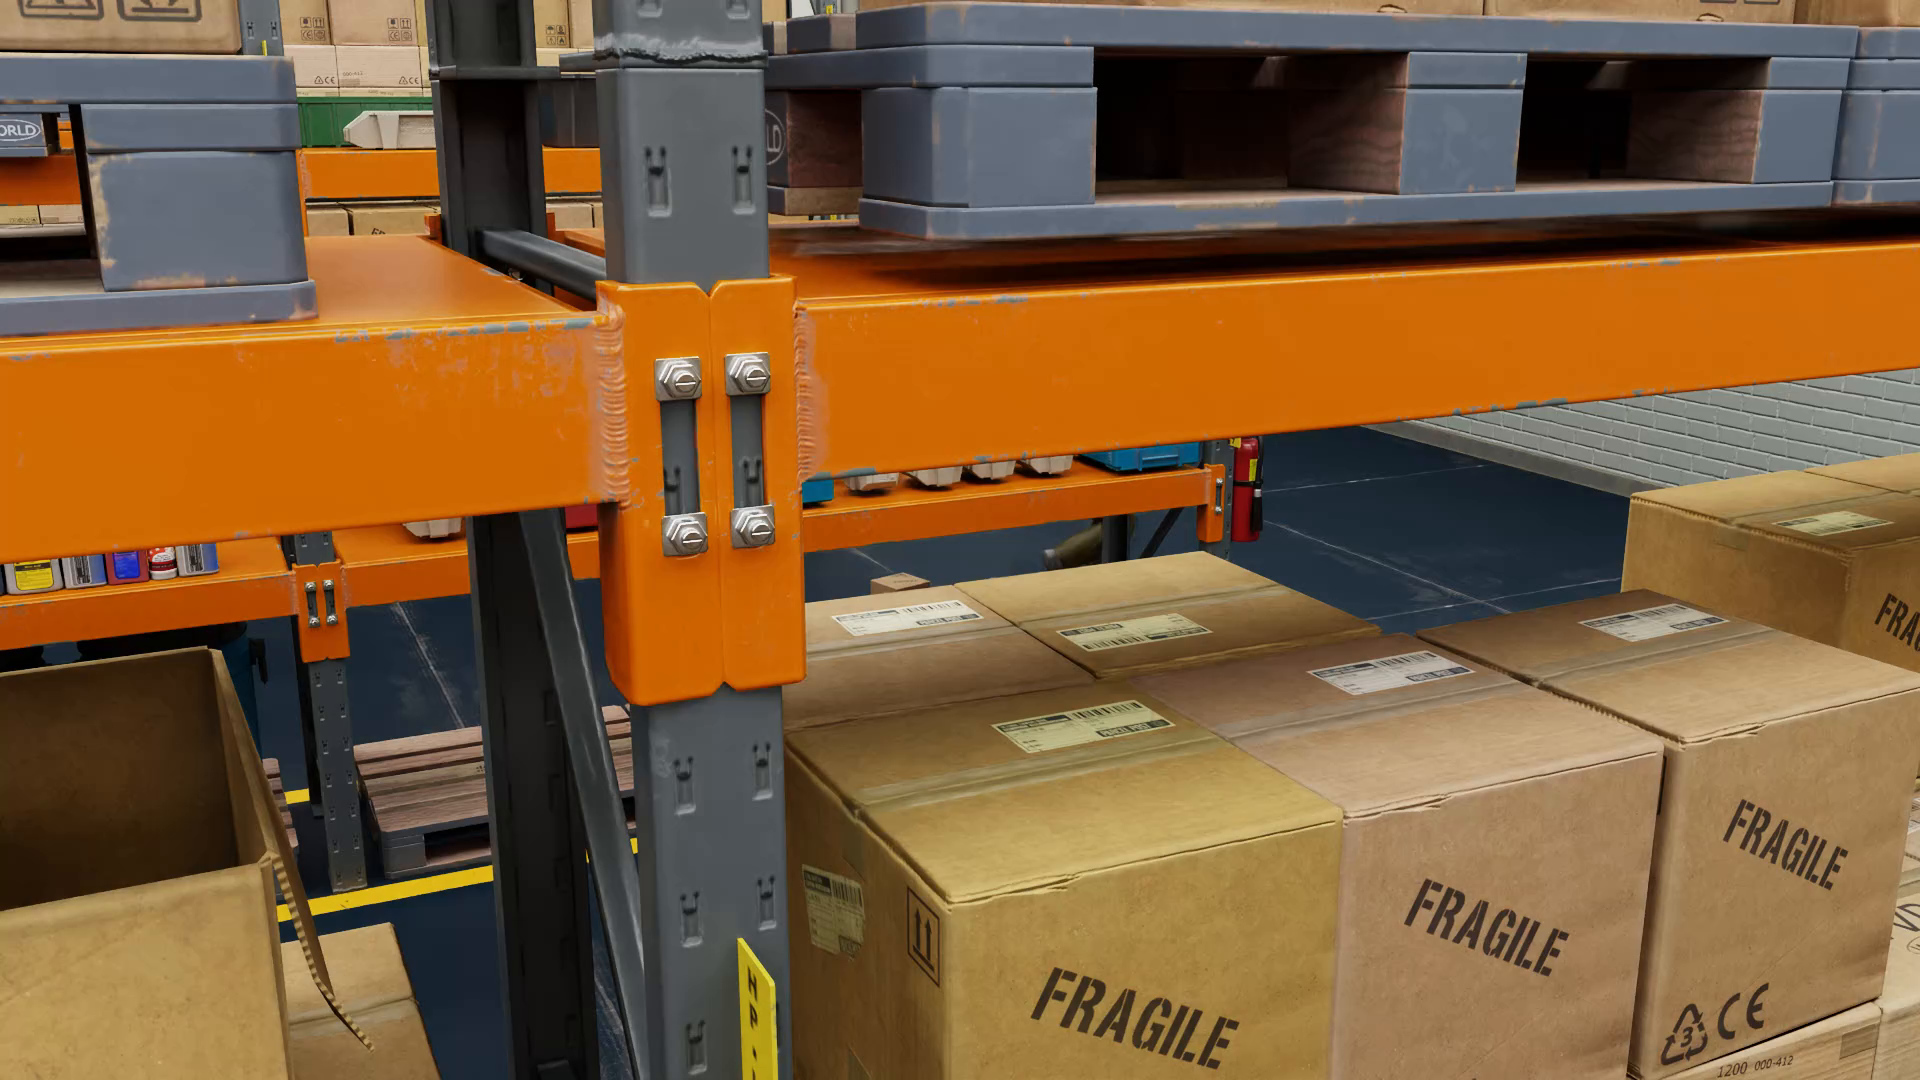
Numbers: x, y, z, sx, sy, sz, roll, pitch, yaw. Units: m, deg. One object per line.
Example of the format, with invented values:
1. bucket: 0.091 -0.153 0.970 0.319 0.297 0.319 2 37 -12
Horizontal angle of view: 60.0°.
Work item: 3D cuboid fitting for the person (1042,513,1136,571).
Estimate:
1. person: 0.790 -0.459 9.831 0.715 1.762 0.621 -5 16 -19
